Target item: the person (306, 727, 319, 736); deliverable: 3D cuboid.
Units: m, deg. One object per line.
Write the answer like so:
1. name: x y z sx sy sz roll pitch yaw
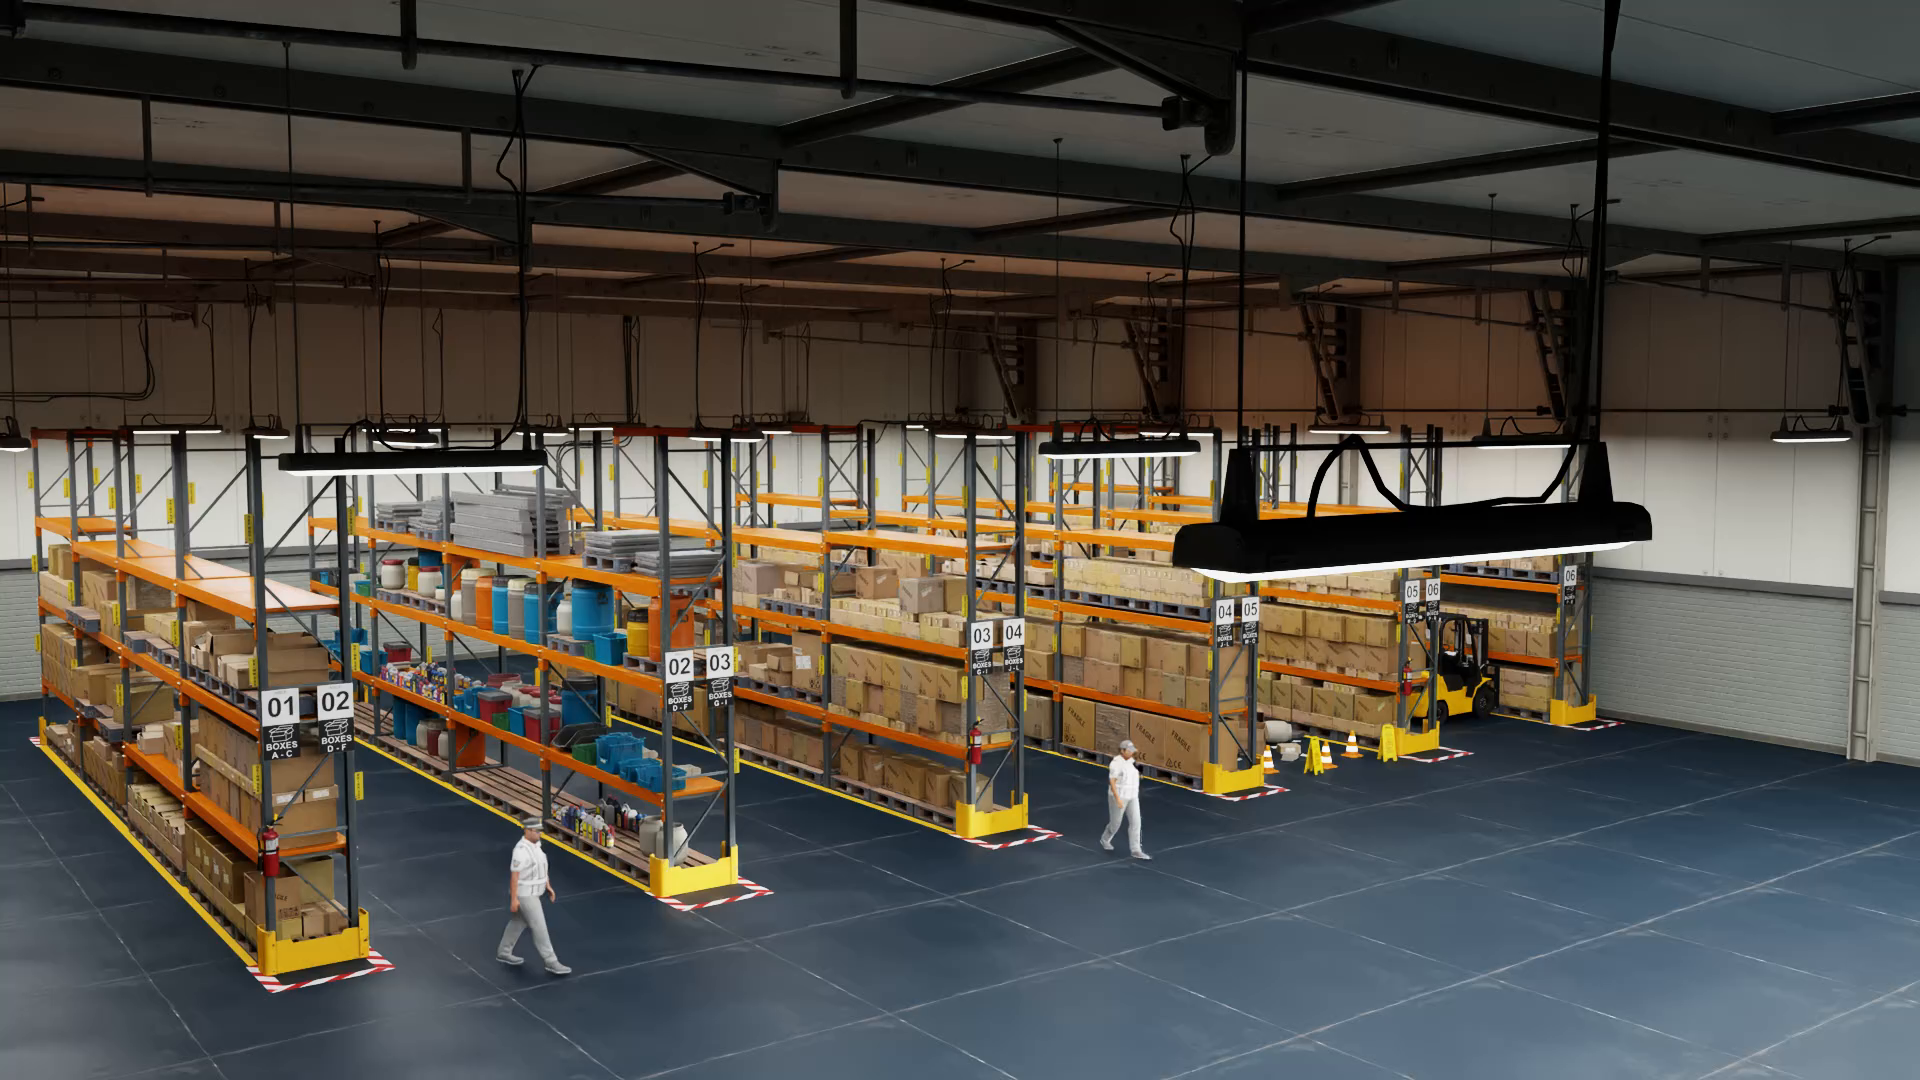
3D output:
1. person: -10.502 3.417 27.154 0.438 1.596 0.696 -4 6 -45

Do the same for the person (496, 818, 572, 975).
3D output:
1. person: -4.811 3.976 18.772 0.938 1.709 0.567 0 4 1

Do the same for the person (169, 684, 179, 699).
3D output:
1. person: -17.348 2.620 36.084 1.120 1.712 0.559 -3 5 -33

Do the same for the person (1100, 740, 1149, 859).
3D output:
1. person: 2.365 3.664 23.630 0.559 1.626 0.861 -4 6 -41
